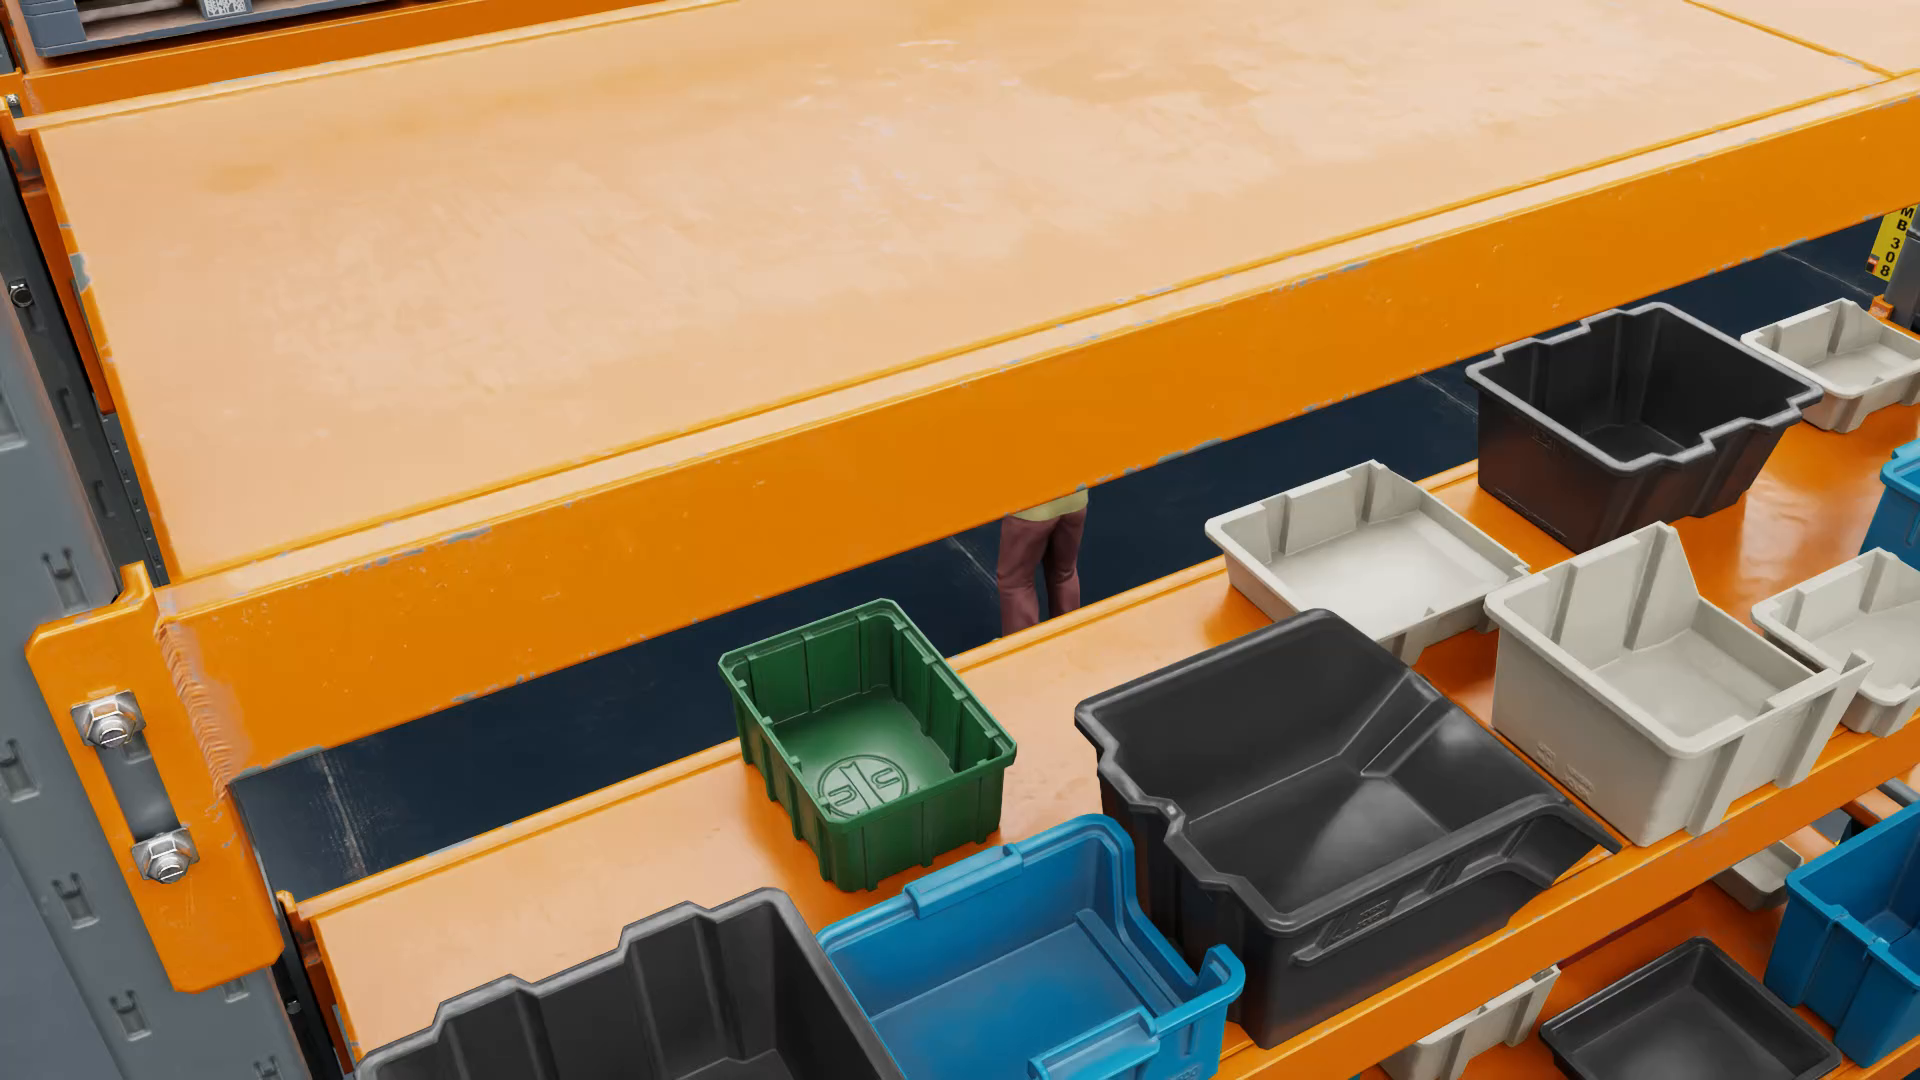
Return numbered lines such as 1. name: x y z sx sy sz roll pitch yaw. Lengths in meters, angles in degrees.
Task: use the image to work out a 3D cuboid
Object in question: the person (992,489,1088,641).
1. person: 0.314 -0.162 6.877 0.426 1.665 0.549 -19 41 -23
